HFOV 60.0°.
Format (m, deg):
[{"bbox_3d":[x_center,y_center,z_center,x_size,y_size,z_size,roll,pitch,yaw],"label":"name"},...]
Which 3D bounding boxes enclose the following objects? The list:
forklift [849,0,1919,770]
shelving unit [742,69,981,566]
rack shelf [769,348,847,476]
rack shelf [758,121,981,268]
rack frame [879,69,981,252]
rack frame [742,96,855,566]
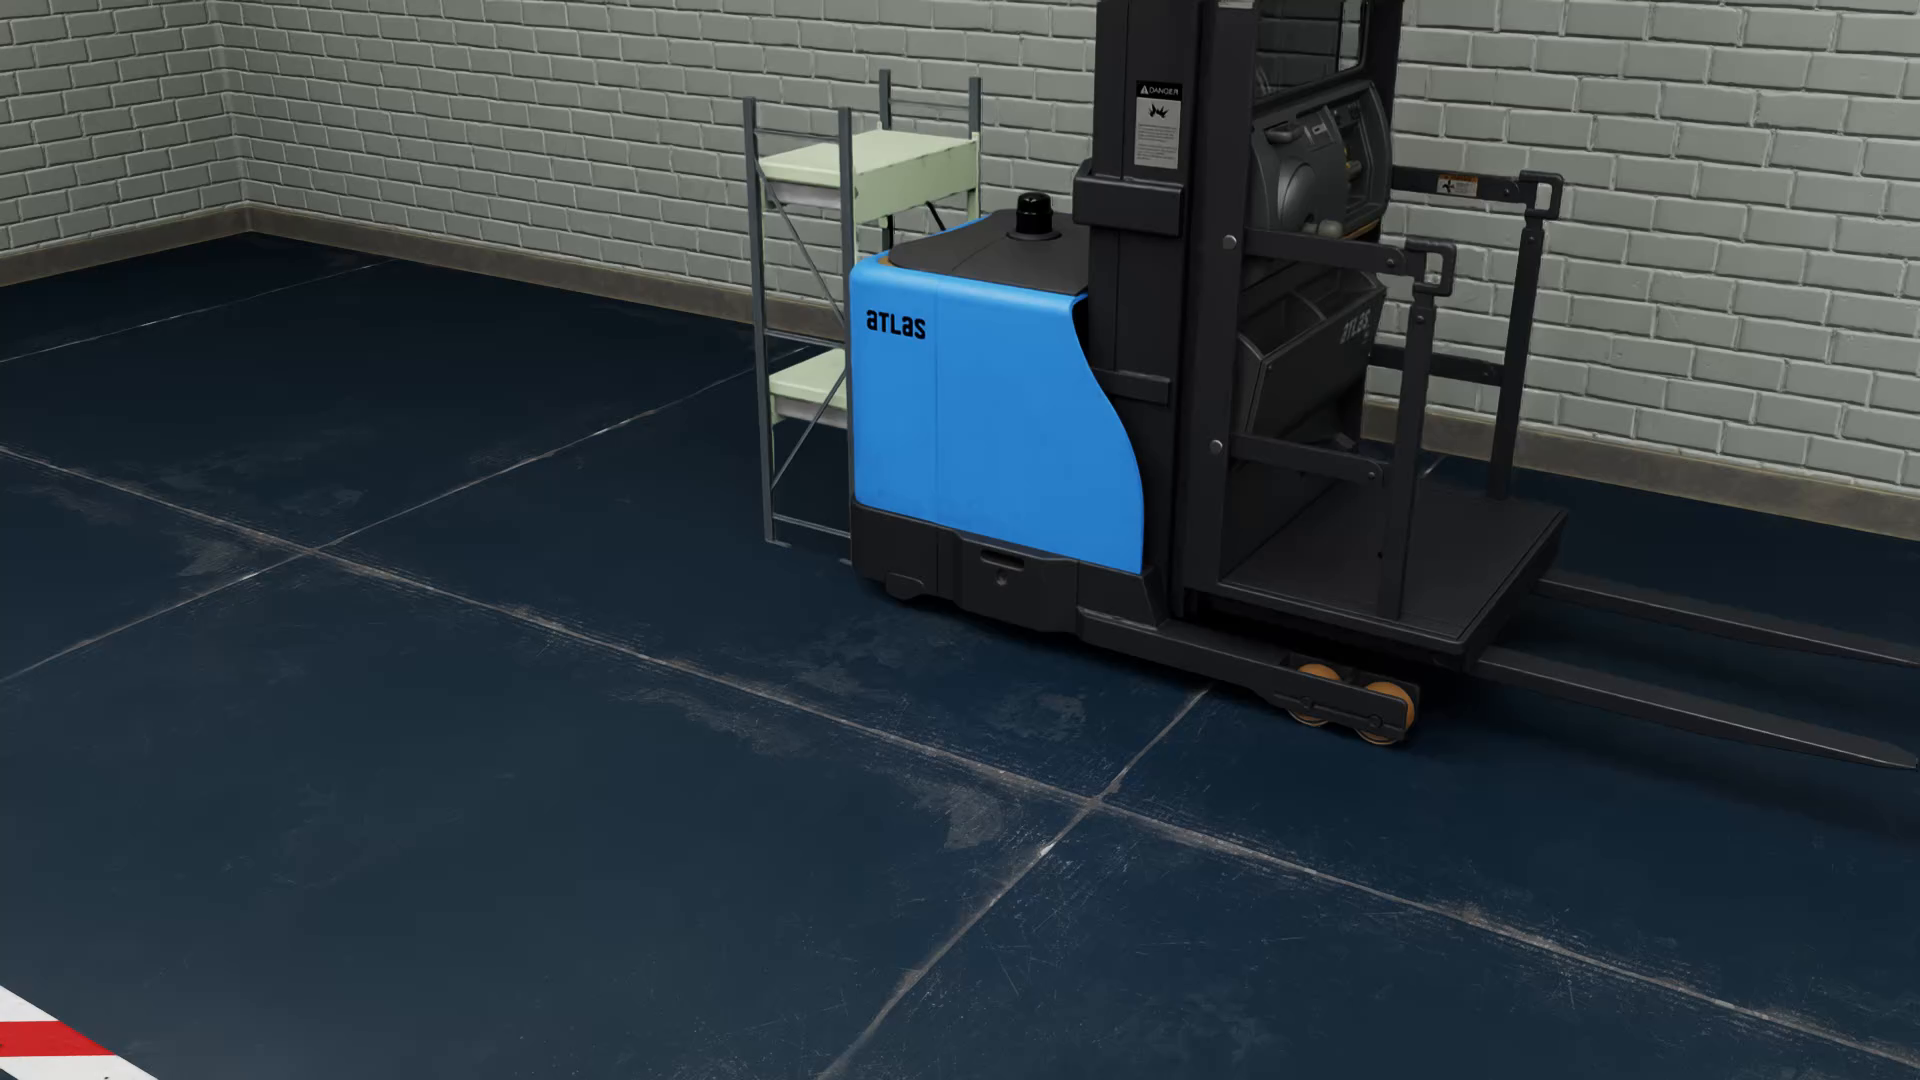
[{"bbox_3d":[1.169,-1.034,4.450,3.031,2.935,1.130,14,27,30],"label":"forklift"},{"bbox_3d":[-0.300,-0.763,5.625,0.431,1.500,0.755,14,27,30],"label":"shelving unit"},{"bbox_3d":[-0.300,-0.464,5.754,0.431,0.370,0.720,14,27,30],"label":"rack shelf"},{"bbox_3d":[-0.301,-1.122,5.470,0.431,0.370,0.720,14,27,30],"label":"rack shelf"},{"bbox_3d":[-0.103,-0.886,5.908,0.400,1.500,0.023,14,27,30],"label":"rack frame"},{"bbox_3d":[-0.497,-0.641,5.342,0.400,1.500,0.023,14,27,30],"label":"rack frame"}]
